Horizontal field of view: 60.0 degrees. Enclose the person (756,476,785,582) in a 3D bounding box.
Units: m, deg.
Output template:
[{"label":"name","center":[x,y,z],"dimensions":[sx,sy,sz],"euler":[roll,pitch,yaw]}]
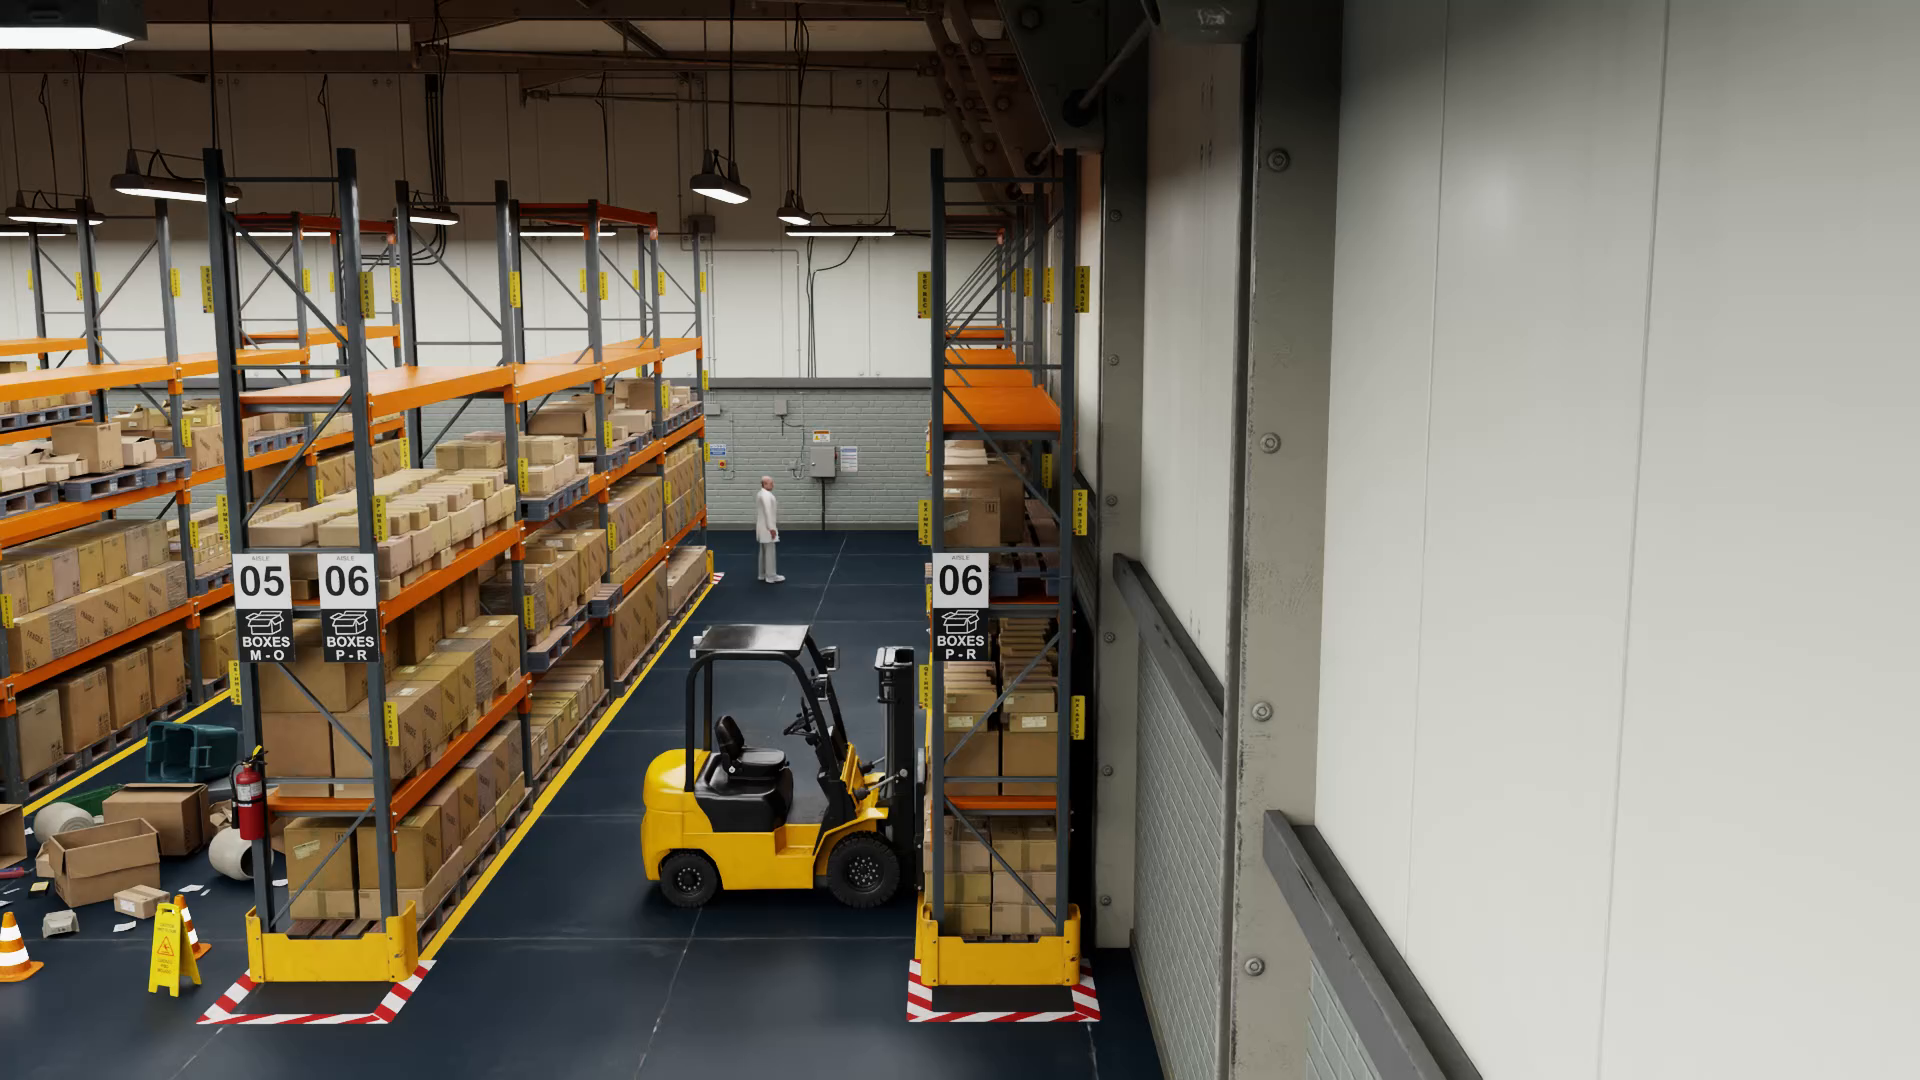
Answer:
[{"label":"person","center":[-3.195,-0.195,27.983],"dimensions":[0.442,1.783,0.659],"euler":[-4,10,-21]}]
